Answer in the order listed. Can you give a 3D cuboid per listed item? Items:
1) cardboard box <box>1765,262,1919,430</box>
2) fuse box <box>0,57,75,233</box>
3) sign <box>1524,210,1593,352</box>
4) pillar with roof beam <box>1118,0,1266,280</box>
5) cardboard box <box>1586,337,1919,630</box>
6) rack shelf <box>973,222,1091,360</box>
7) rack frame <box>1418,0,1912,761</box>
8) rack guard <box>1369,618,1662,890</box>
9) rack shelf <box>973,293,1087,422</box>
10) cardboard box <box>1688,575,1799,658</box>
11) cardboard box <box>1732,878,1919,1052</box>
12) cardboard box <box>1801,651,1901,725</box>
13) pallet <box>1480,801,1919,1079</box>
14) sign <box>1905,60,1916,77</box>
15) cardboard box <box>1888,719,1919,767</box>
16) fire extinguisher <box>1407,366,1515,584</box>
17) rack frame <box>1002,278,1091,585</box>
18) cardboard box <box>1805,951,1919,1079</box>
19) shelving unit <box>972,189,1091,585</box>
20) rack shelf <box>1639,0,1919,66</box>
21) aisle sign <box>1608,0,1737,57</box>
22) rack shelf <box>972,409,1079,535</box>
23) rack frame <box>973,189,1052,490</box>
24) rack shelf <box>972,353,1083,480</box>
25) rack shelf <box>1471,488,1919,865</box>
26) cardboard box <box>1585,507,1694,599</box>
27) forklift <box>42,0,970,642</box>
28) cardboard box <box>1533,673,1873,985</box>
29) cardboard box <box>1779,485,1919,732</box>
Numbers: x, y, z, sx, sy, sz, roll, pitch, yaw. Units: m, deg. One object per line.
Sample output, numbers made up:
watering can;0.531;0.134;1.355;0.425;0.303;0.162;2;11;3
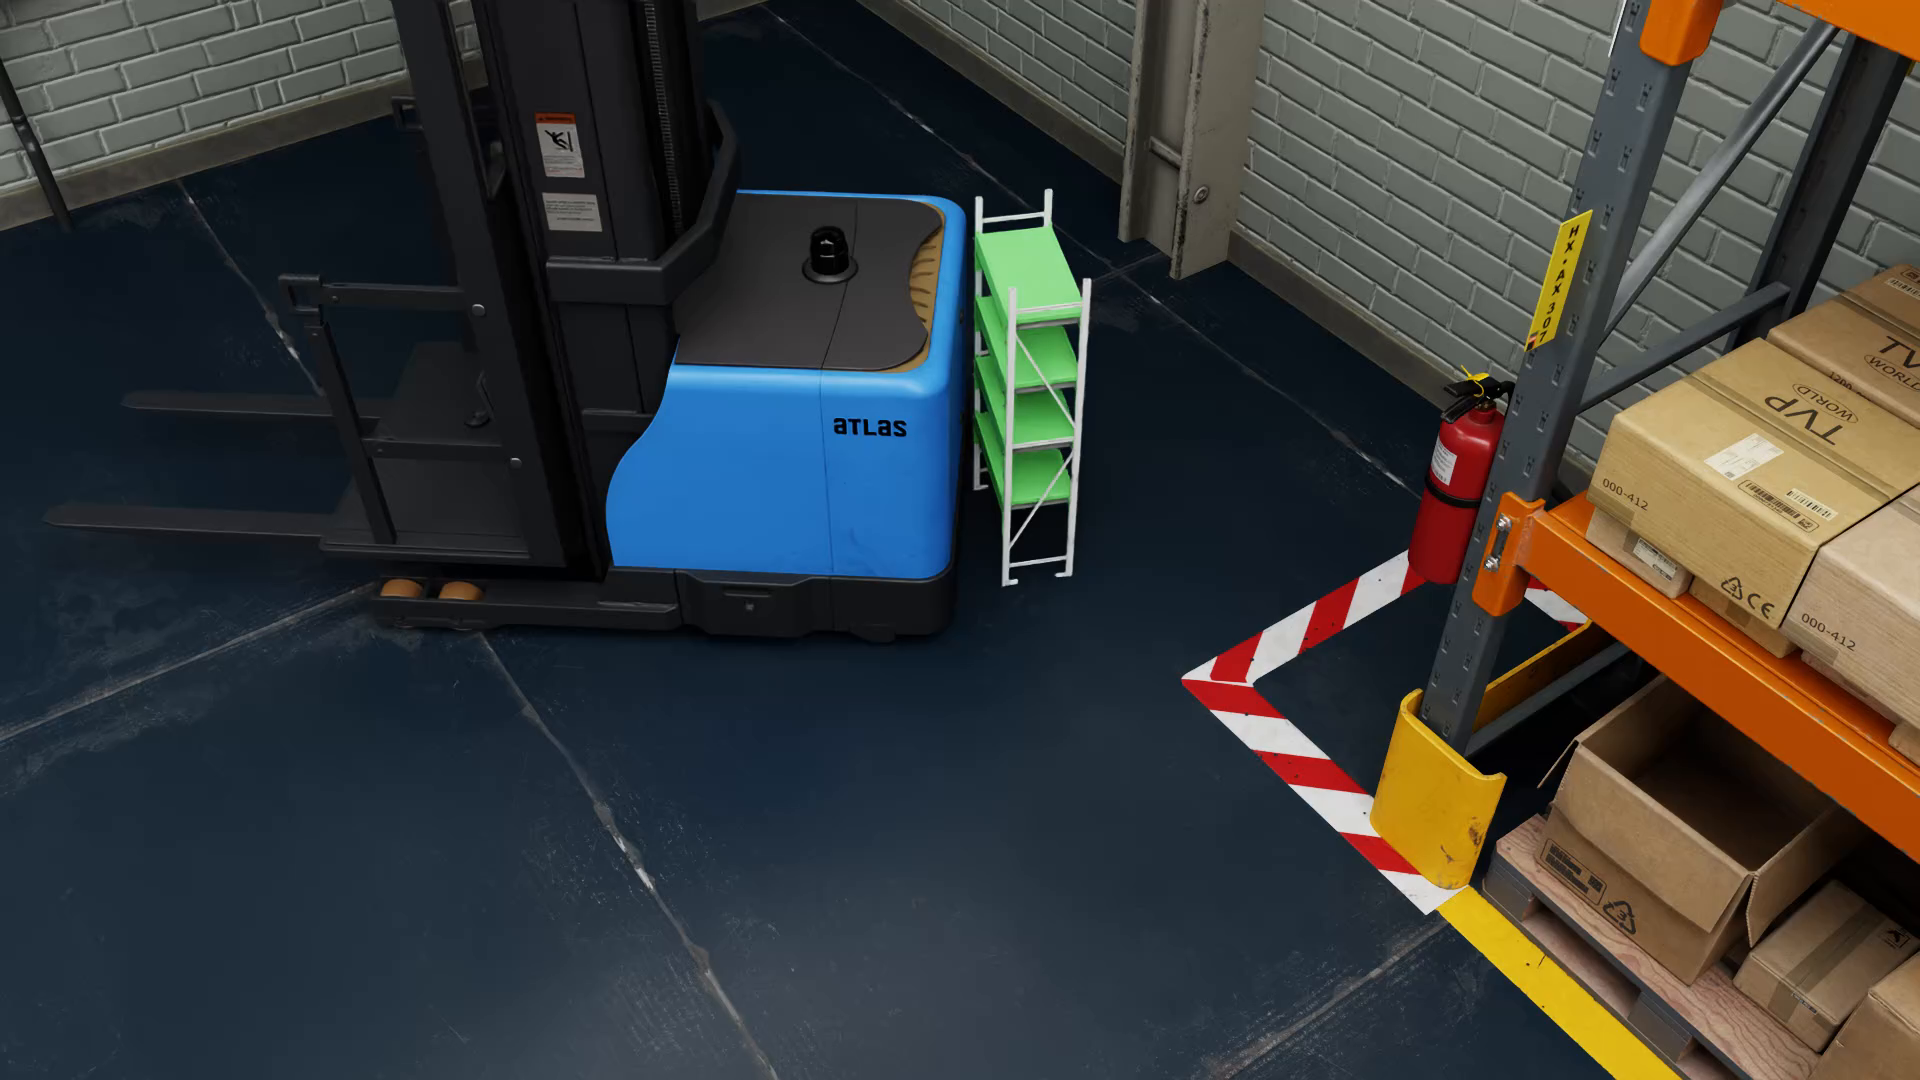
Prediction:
cardboard box;2.193;-0.344;3.831;0.500;0.250;0.500;-24;49;-23
fuse box;-3.795;-1.949;6.552;0.539;1.711;0.414;-26;49;-24
sign;1.268;-0.545;3.522;0.100;0.325;0.005;-26;49;-24
pillar with roof beam;-2.622;-2.799;2.165;9.100;9.000;0.400;-26;49;-24
cardboard box;1.751;-0.136;3.614;0.500;0.250;0.500;-25;49;-24
rack shelf;0.213;-0.768;5.083;0.258;0.148;0.480;-8;44;-8
rack frame;1.712;-0.447;4.045;1.000;3.000;0.127;-26;49;-24
rack guard;1.756;0.501;4.864;1.175;0.500;0.348;-26;49;-24
rack shelf;0.213;-0.595;5.249;0.258;0.148;0.480;-8;44;-8
cardboard box;1.859;0.065;3.692;0.380;0.149;0.250;-25;49;-23
cardboard box;2.196;1.073;4.215;0.380;0.149;0.250;-28;50;-26
cardboard box;2.038;0.200;3.550;0.380;0.149;0.250;-26;50;-25
pallet;2.213;1.056;4.491;1.003;0.211;1.213;-26;49;-24
sign;2.179;-1.188;3.754;0.100;0.325;0.005;-26;49;-24
cardboard box;2.132;0.367;3.375;0.380;0.149;0.250;-24;49;-23
fire extinguisher;1.249;-0.184;4.097;0.296;0.674;0.183;-26;49;-24
rack frame;0.260;-0.302;5.197;0.240;1.200;0.015;-8;44;-8
cardboard box;2.442;1.189;3.838;0.700;0.500;0.500;-24;49;-23
shelving unit;0.213;-0.467;5.371;0.258;1.200;0.503;-8;44;-8
rack shelf;2.857;-0.139;2.072;1.077;0.370;4.000;-26;49;-24
aisle sign;1.433;-1.309;3.067;0.394;0.787;0.004;-26;49;-24
rack shelf;0.213;-0.247;5.580;0.258;0.148;0.480;-8;44;-8
rack frame;0.167;-0.633;5.544;0.240;1.200;0.015;-8;44;-8
rack shelf;0.213;-0.421;5.415;0.258;0.148;0.480;-8;44;-8
rack shelf;2.857;0.946;3.107;1.077;0.370;4.000;-26;49;-24
cardboard box;1.676;-0.061;3.824;0.380;0.149;0.250;-26;49;-25
forklift;-1.505;-1.126;4.807;3.031;2.935;1.130;3;44;3
cardboard box;1.985;0.688;4.360;0.797;0.503;0.637;-28;50;-26
cardboard box;2.040;0.149;3.315;0.500;0.250;0.500;-25;49;-24
